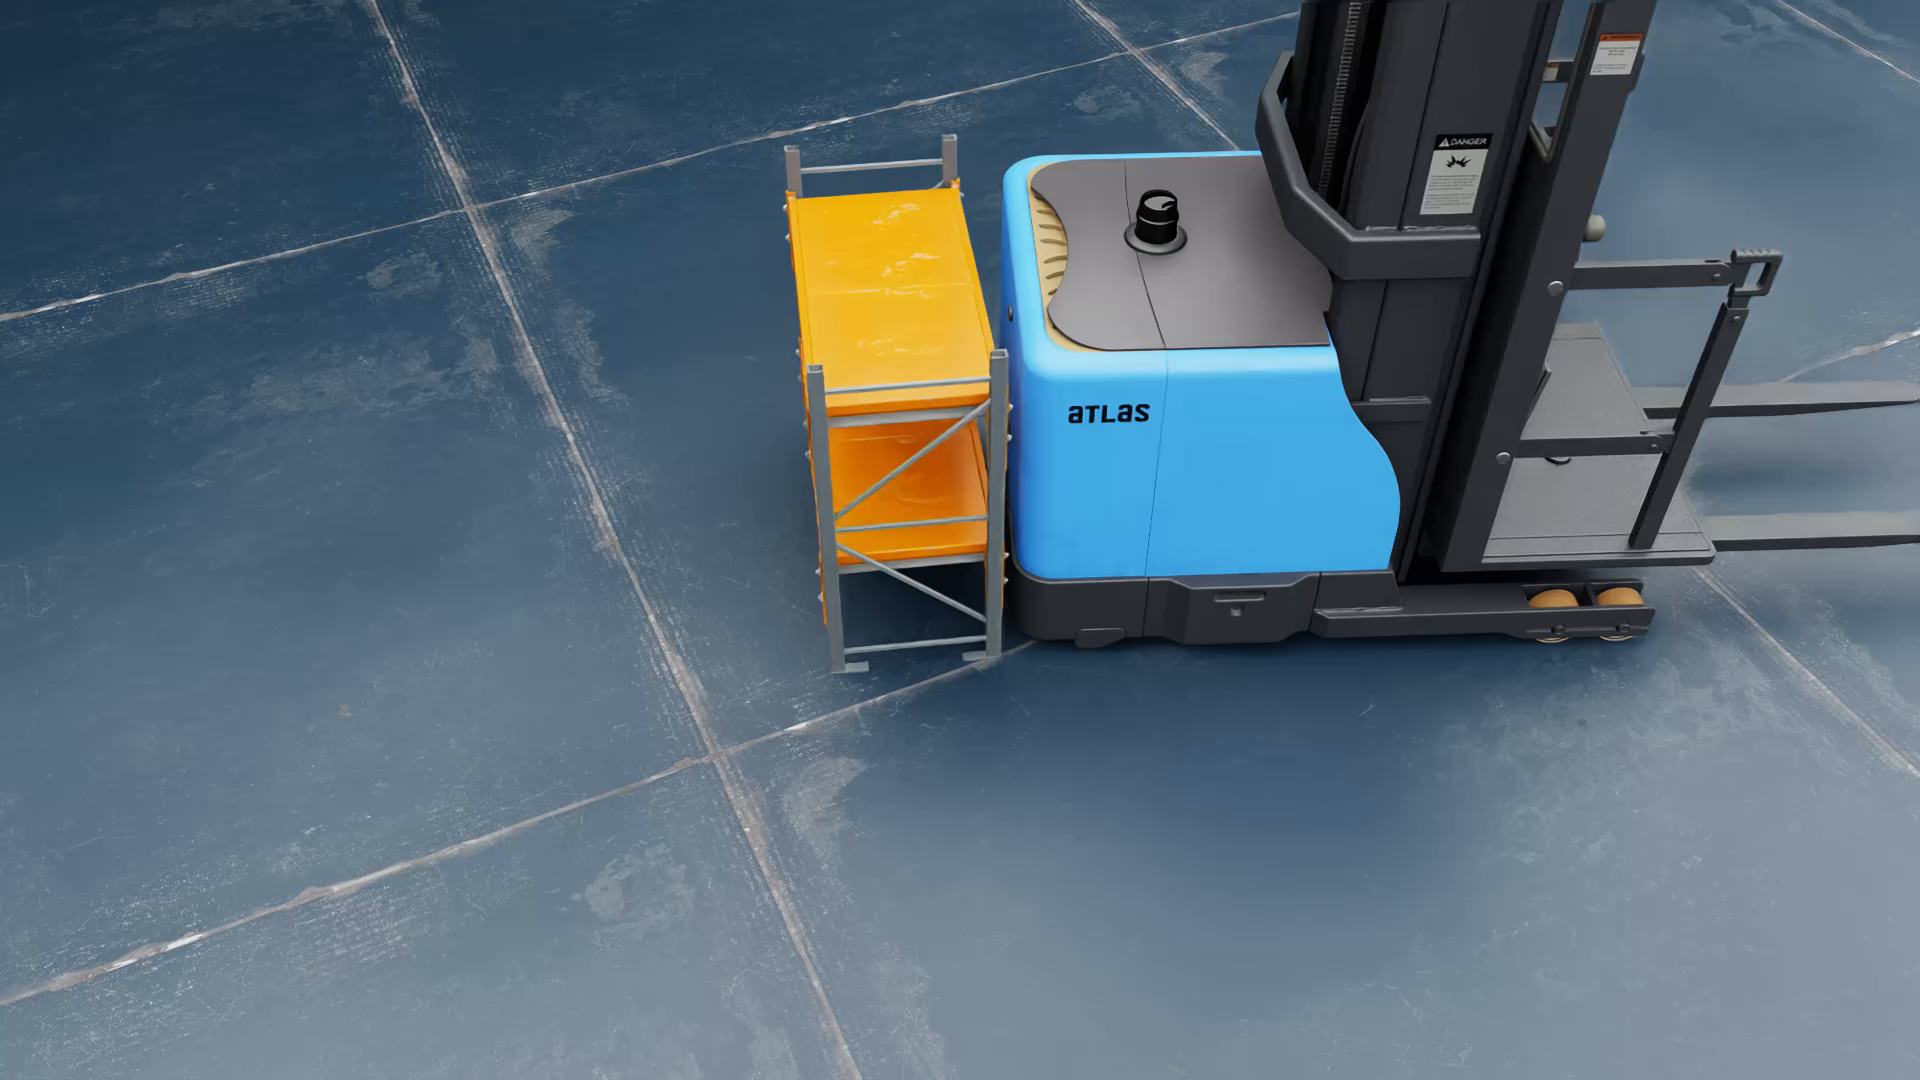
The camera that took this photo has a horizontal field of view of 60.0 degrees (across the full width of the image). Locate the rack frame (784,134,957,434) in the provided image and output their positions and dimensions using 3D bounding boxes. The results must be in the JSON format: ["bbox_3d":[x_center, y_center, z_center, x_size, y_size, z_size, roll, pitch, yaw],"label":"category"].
[{"bbox_3d":[-0.258,-0.749,5.209,0.500,1.125,0.032,-5,45,-5],"label":"rack frame"}]

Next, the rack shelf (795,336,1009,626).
[{"bbox_3d":[-0.194,-0.221,5.021,0.538,0.278,1.000,-5,45,-5],"label":"rack shelf"}]

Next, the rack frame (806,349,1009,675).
[{"bbox_3d":[-0.130,-0.041,4.491,0.500,1.125,0.032,-5,45,-5],"label":"rack frame"}]

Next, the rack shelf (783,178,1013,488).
[{"bbox_3d":[-0.194,-0.604,4.644,0.538,0.278,1.000,-5,45,-5],"label":"rack shelf"}]

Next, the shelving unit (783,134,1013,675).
[{"bbox_3d":[-0.194,-0.395,4.850,0.538,1.125,1.048,-5,45,-5],"label":"shelving unit"}]

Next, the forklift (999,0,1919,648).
[{"bbox_3d":[1.644,-1.111,4.289,3.031,2.935,1.130,-2,45,-2],"label":"forklift"}]
